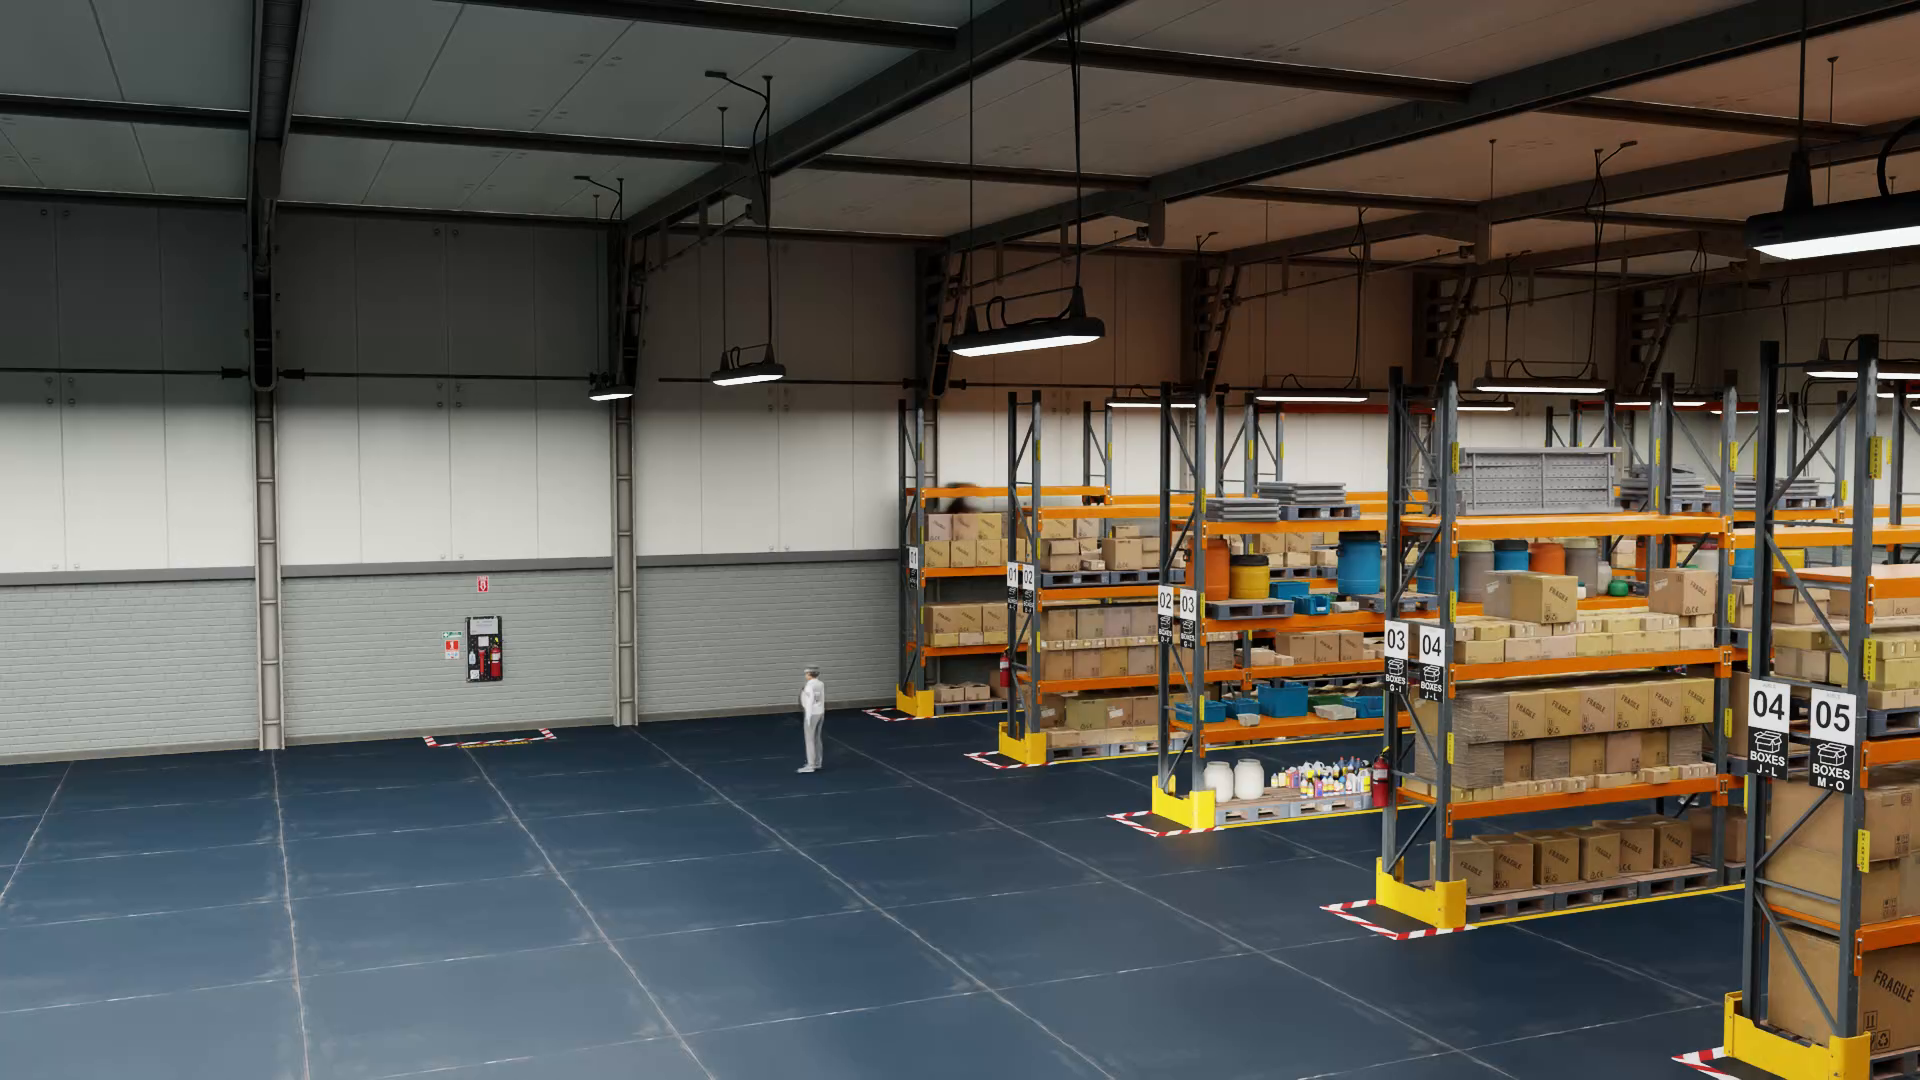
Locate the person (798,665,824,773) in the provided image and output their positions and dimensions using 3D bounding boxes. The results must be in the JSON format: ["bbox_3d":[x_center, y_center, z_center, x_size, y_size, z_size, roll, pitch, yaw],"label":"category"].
[{"bbox_3d":[-2.340,2.796,26.179,0.393,1.669,0.550,1,4,23],"label":"person"}]

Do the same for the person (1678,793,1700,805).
[{"bbox_3d":[10.377,2.972,23.626,0.420,1.607,0.344,-1,3,-16],"label":"person"}]
